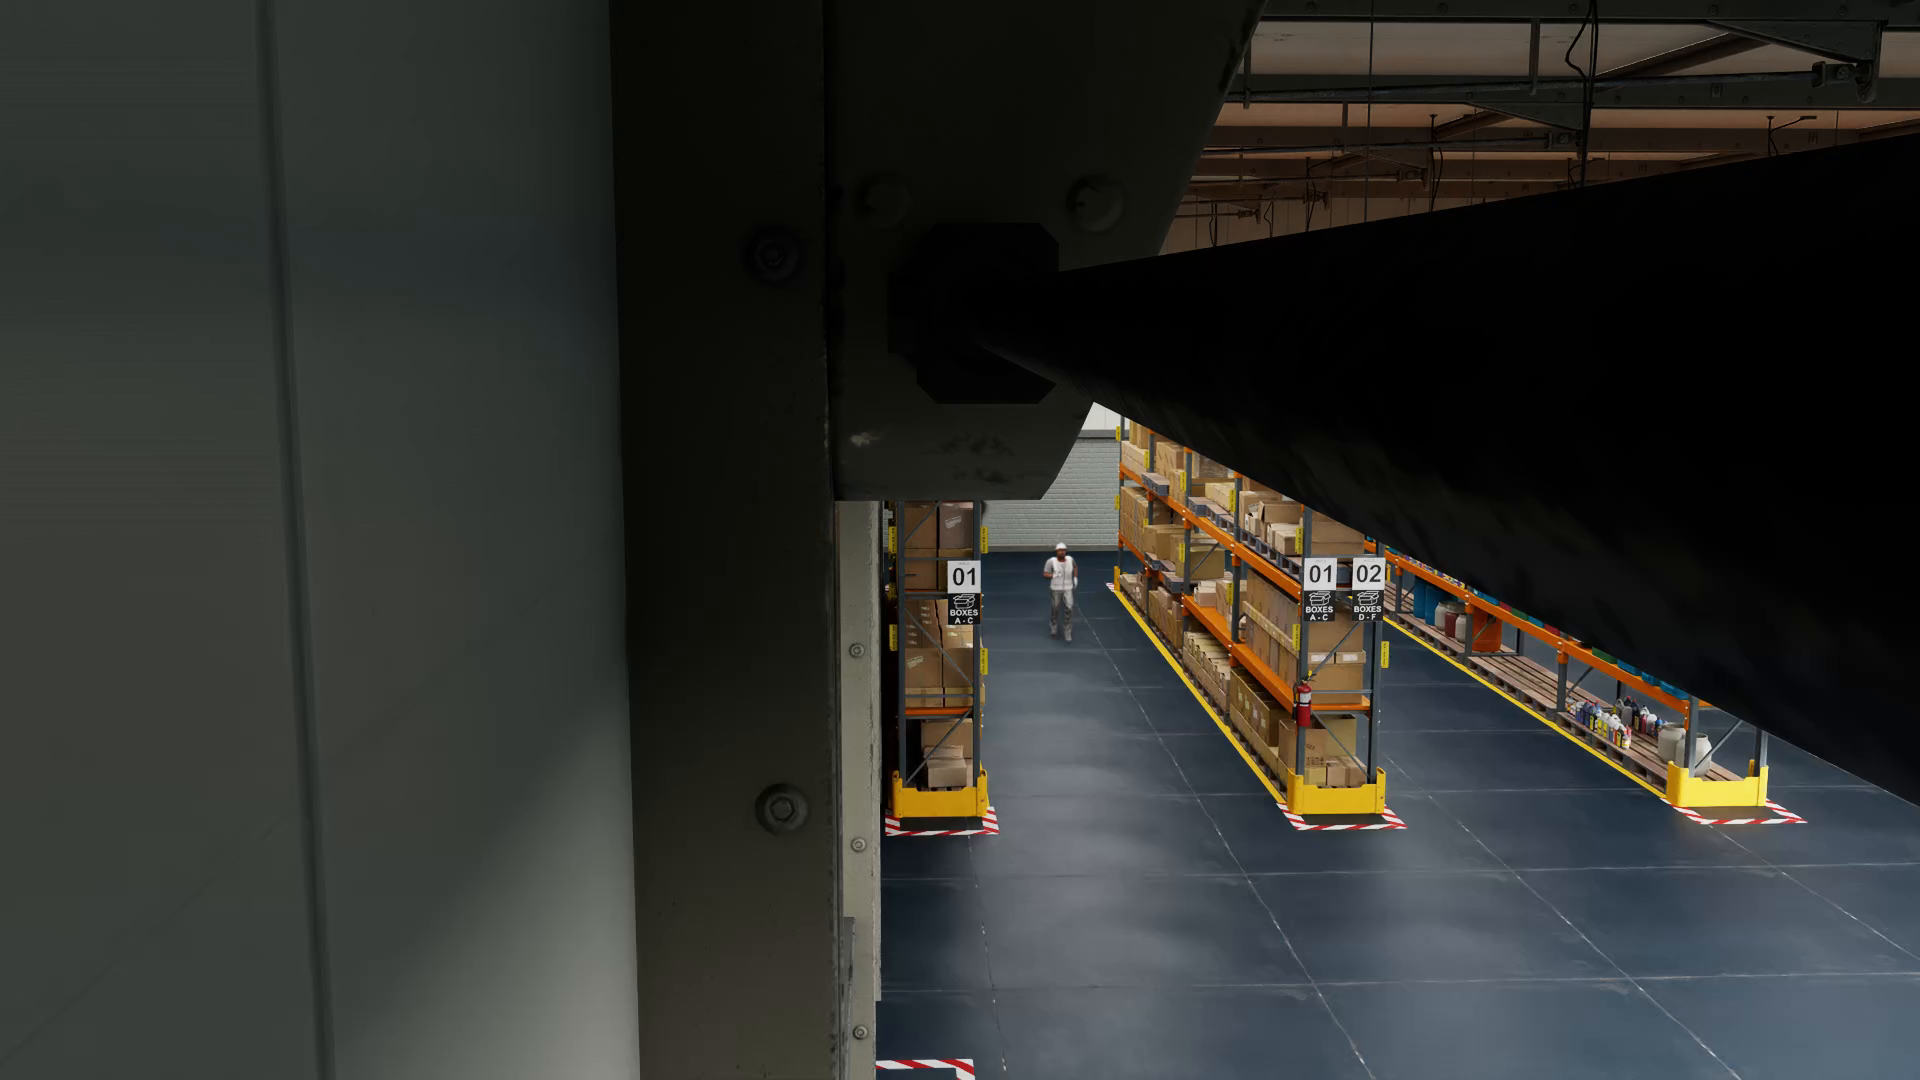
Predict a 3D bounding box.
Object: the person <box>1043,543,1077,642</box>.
[{"bbox_3d":[1.885,0.965,31.176,0.704,1.850,0.798,-1,8,-8],"label":"person"}]
